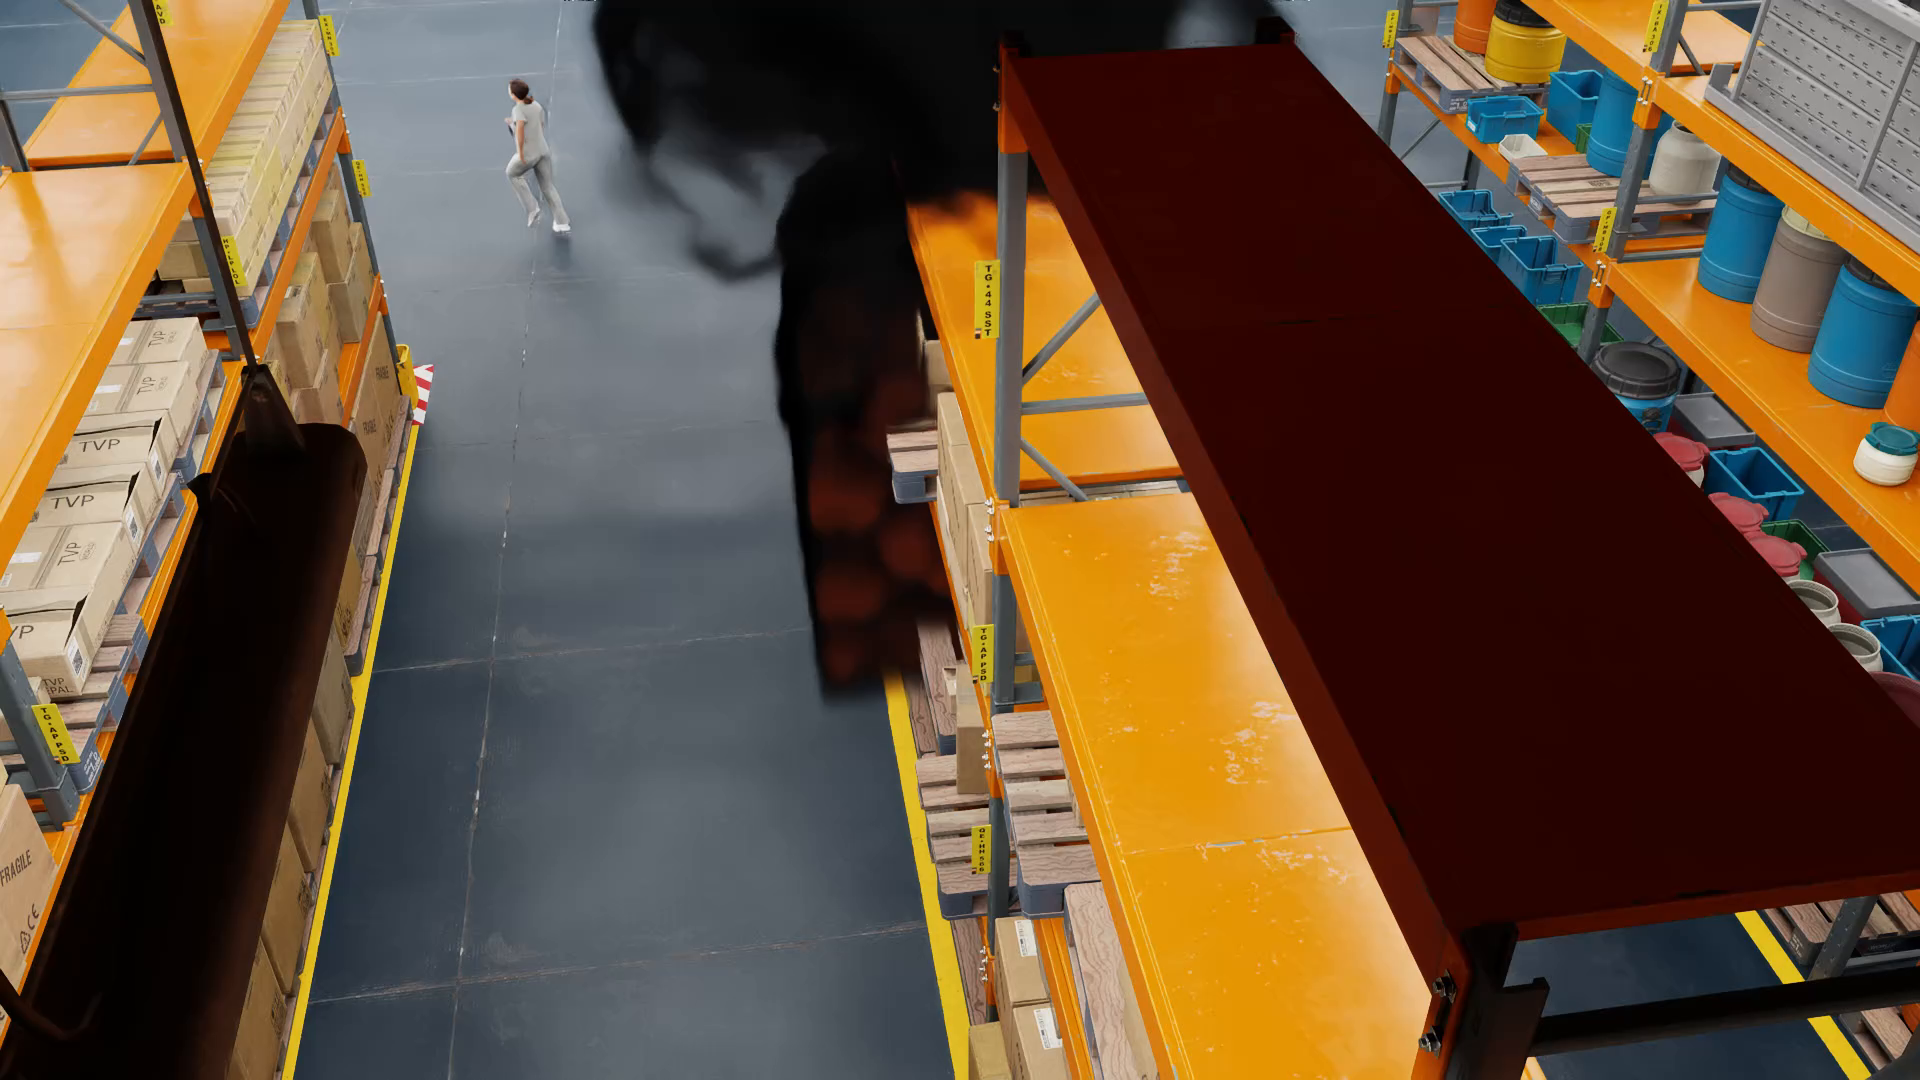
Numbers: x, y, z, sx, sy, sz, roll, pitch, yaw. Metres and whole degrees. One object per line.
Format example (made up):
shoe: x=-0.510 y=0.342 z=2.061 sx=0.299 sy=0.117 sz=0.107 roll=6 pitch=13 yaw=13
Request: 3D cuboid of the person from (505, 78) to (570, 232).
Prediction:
person: x=-4.486 y=-4.016 z=17.516 sx=0.813 sy=1.674 sz=0.588 roll=22 pitch=42 yaw=27
